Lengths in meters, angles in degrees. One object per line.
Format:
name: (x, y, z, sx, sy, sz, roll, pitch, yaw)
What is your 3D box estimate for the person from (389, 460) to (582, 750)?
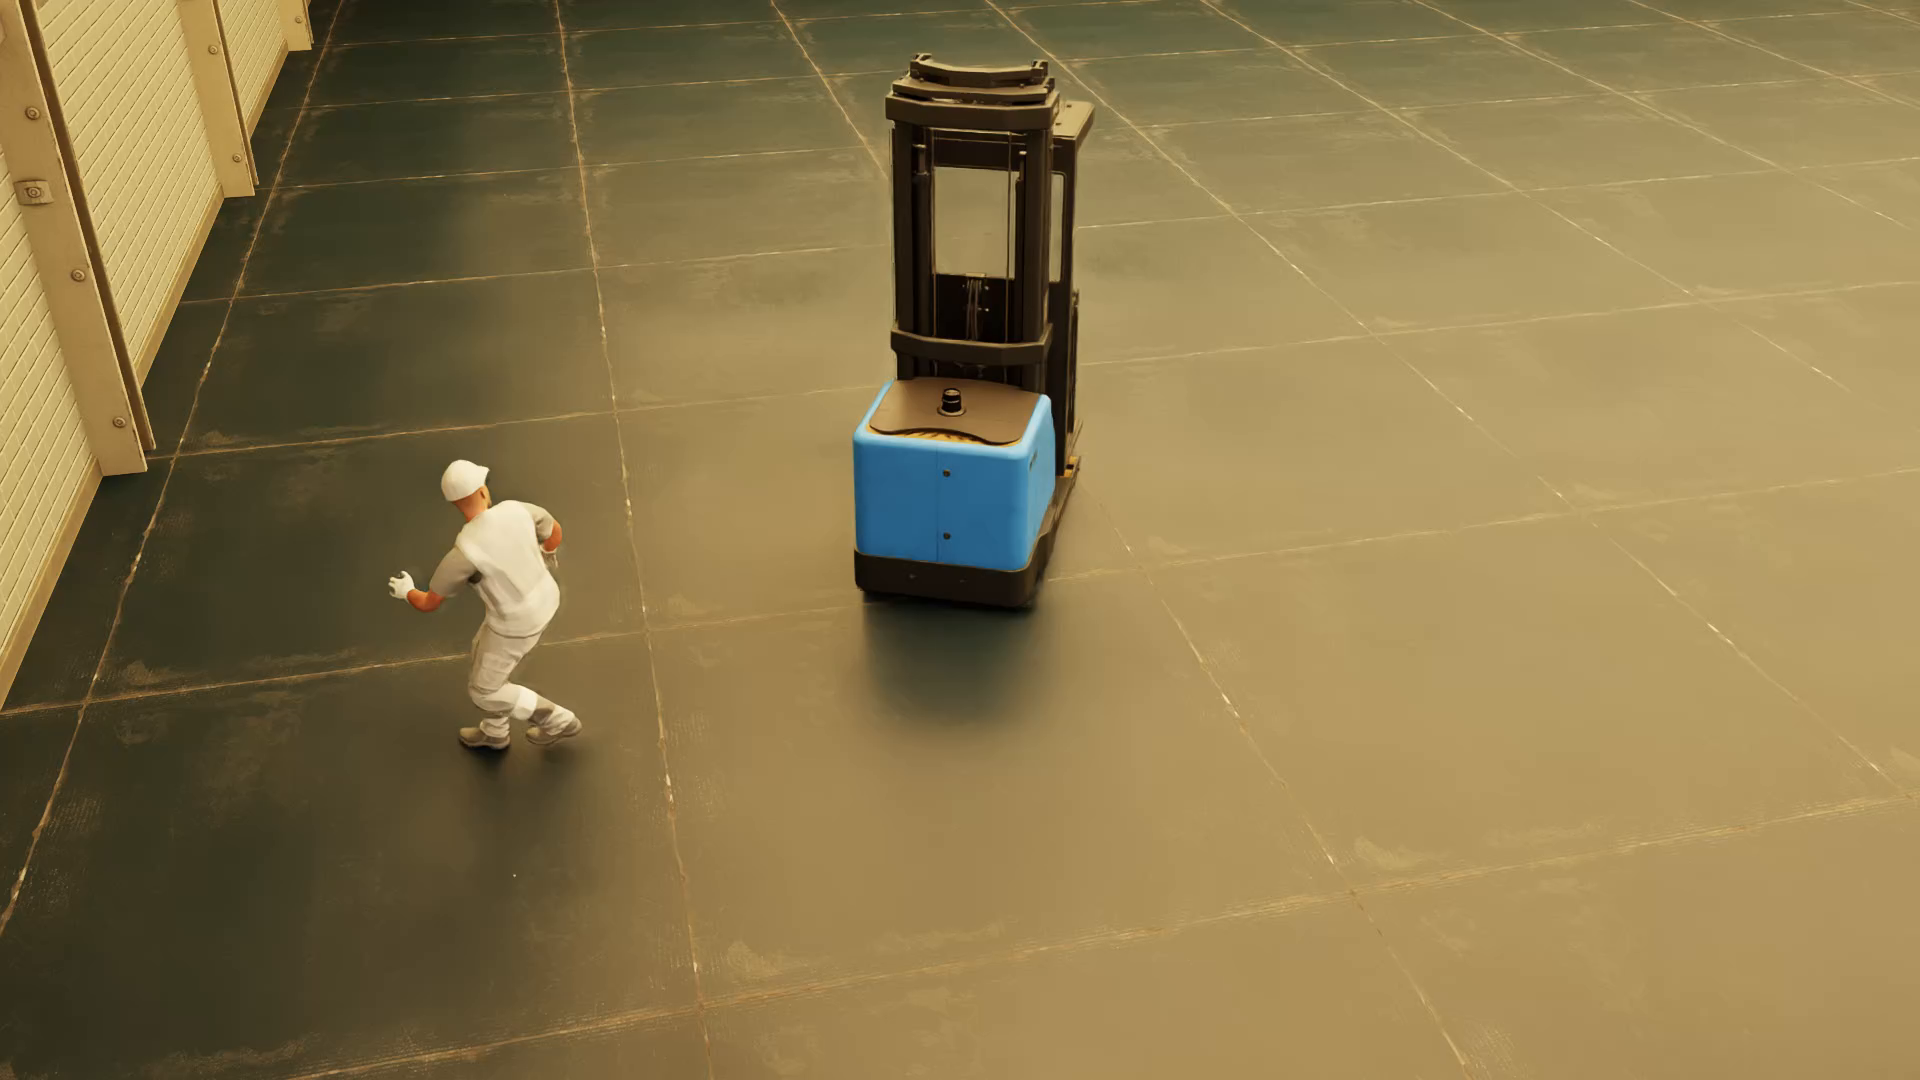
person: (-2.349, 0.301, 8.343, 0.852, 1.644, 0.895, 8, 31, 13)

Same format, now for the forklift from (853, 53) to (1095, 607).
forklift: (0.198, -1.603, 10.344, 1.130, 2.935, 3.031, 6, 31, 11)
